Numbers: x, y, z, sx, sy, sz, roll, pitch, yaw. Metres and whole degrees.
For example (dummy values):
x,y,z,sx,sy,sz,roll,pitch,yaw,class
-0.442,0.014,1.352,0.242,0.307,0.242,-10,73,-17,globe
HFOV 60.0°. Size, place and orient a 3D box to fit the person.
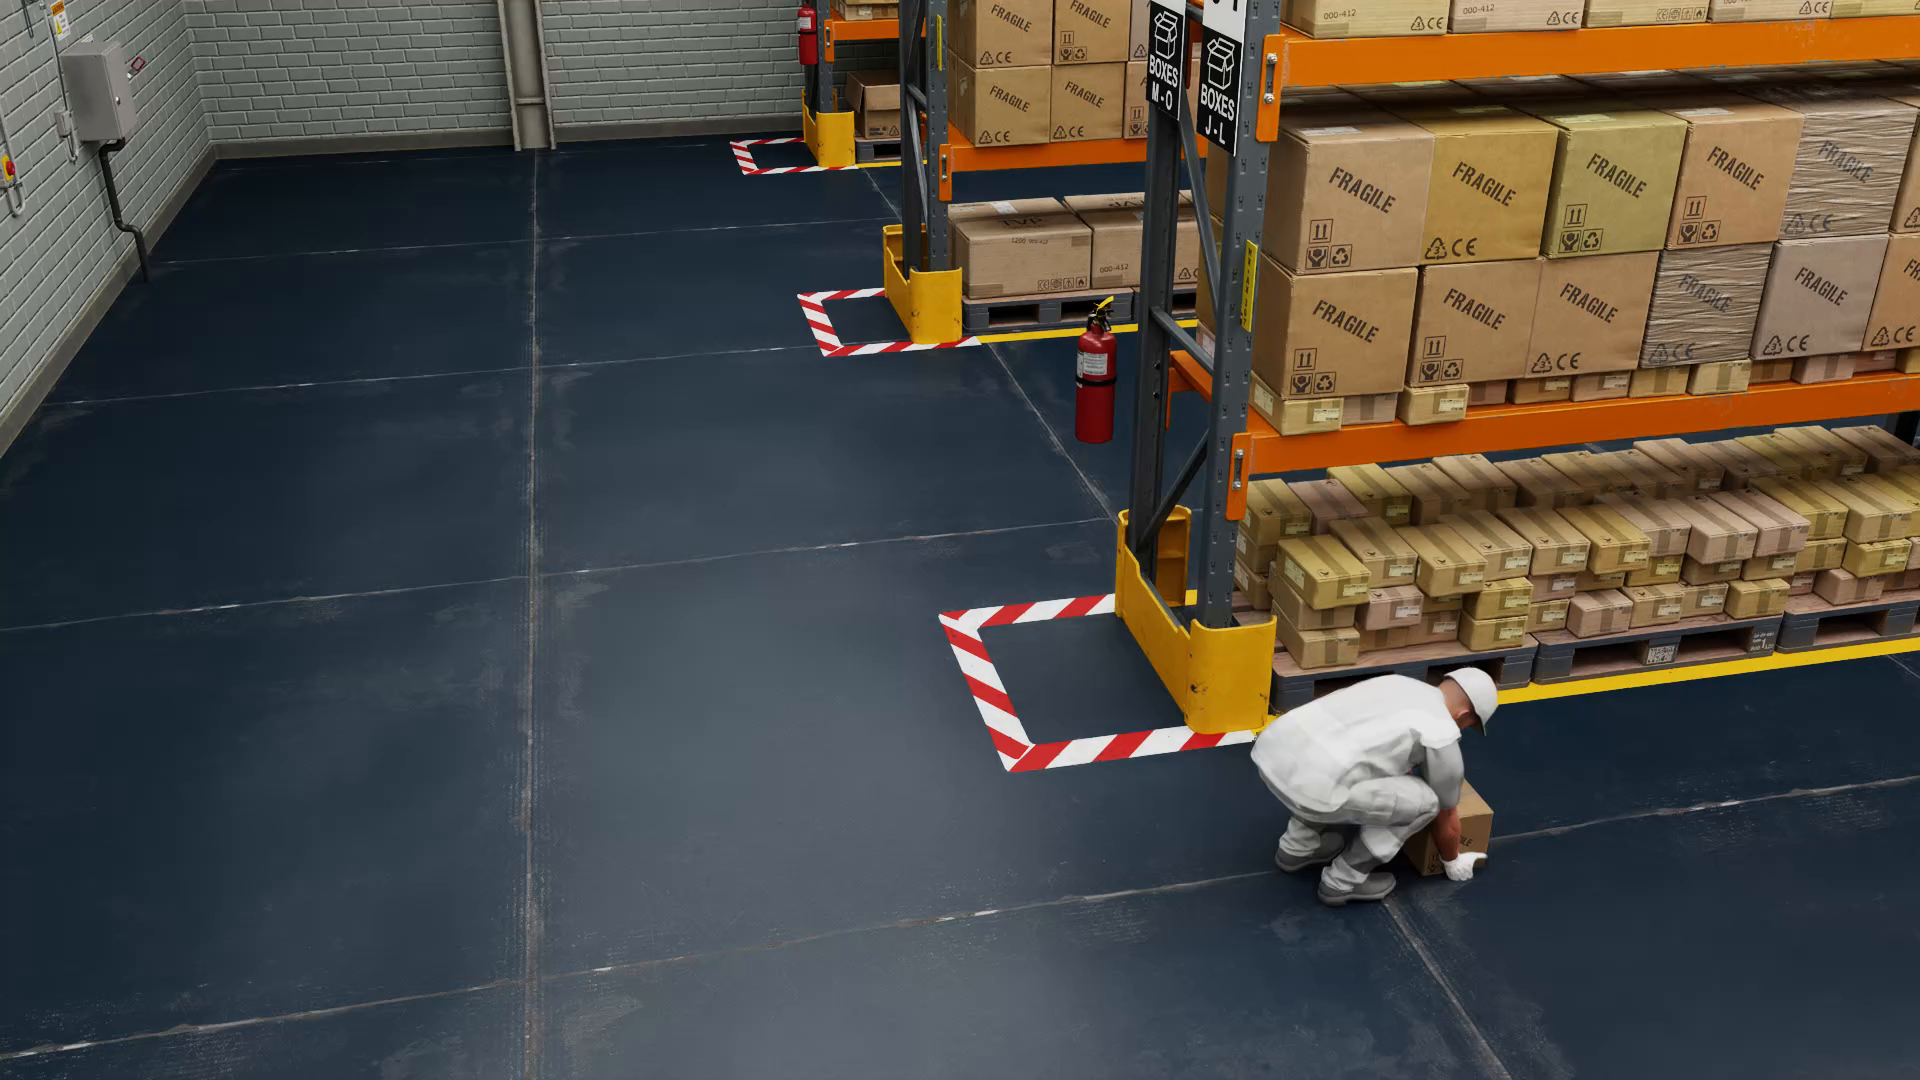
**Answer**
x,y,z,sx,sy,sz,roll,pitch,yaw,class
1.499,0.880,5.989,0.959,0.799,0.517,-10,28,-19,person
